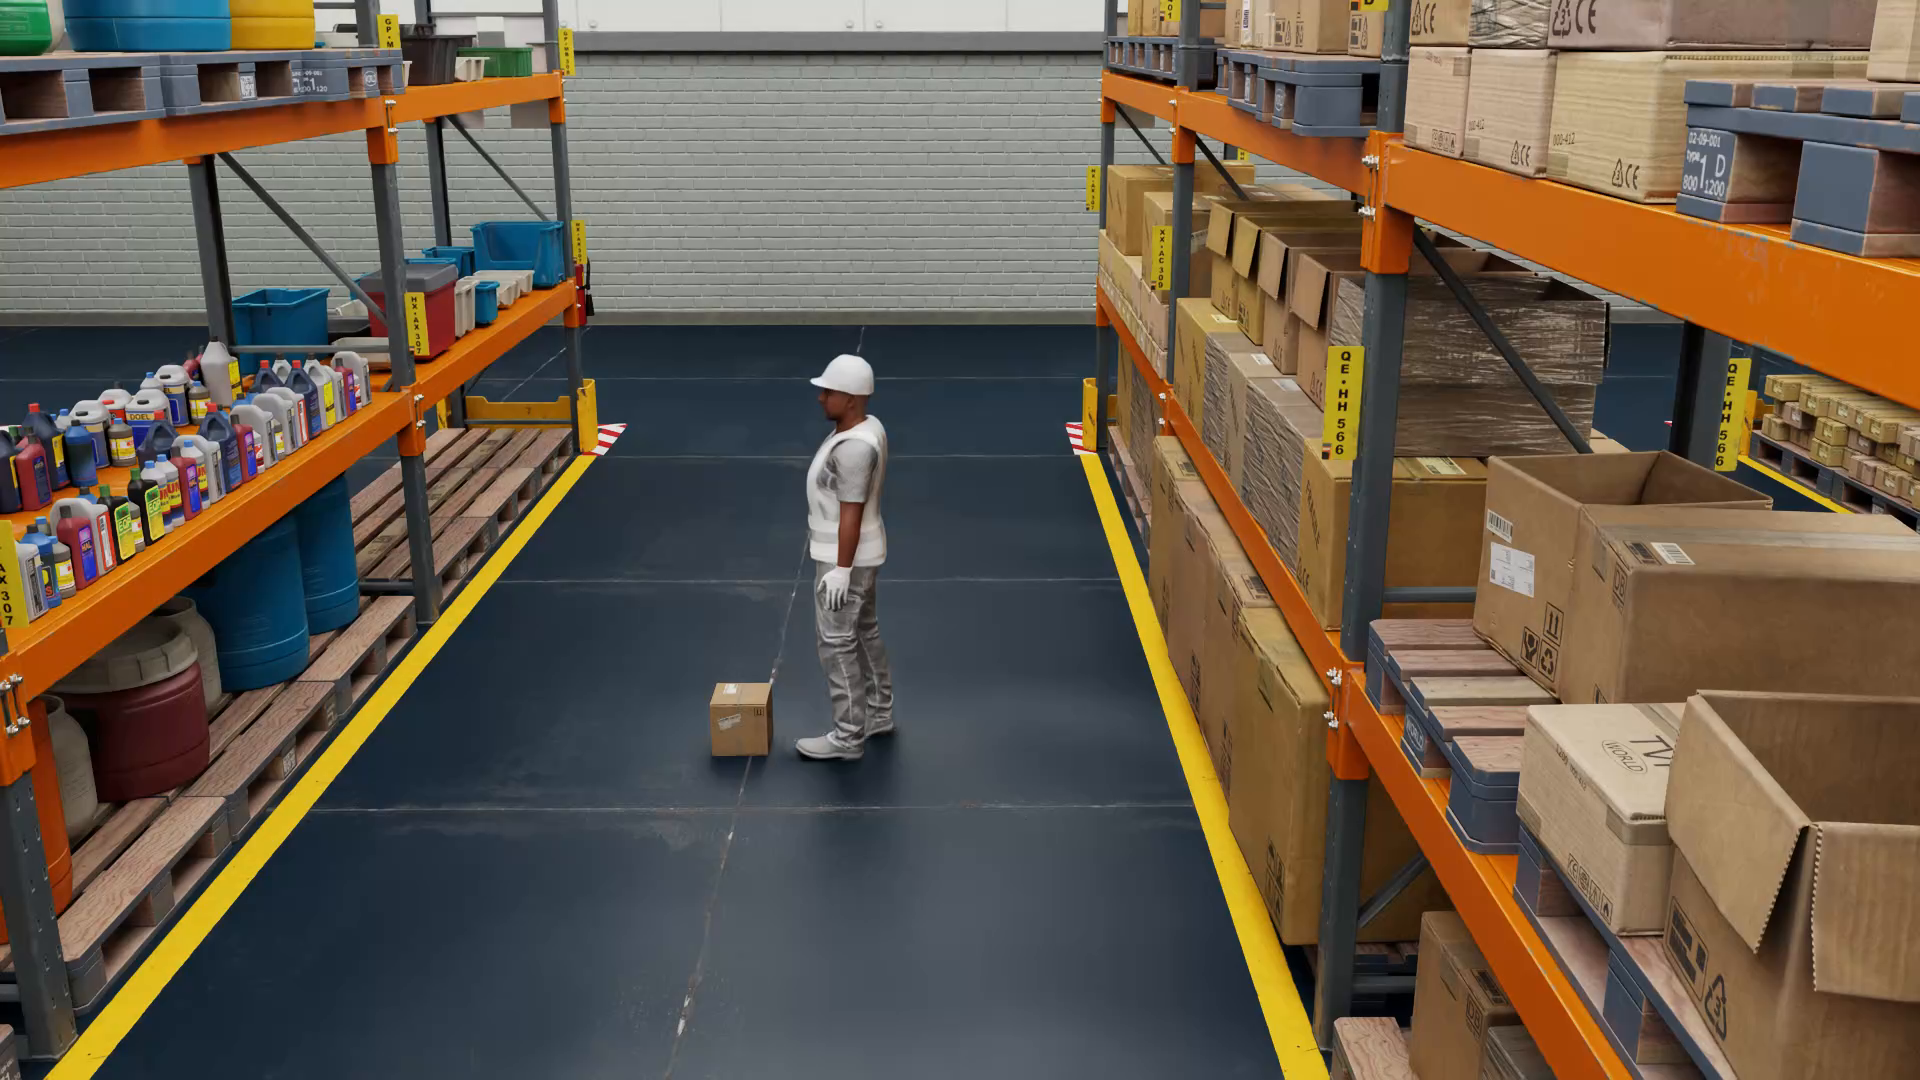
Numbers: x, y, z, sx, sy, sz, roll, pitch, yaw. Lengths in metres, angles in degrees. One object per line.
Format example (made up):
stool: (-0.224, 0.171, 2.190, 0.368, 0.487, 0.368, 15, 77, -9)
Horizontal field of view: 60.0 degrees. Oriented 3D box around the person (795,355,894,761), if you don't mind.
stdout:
person: (-0.521, 0.085, 7.256, 0.424, 1.801, 0.550, 0, 17, 1)
